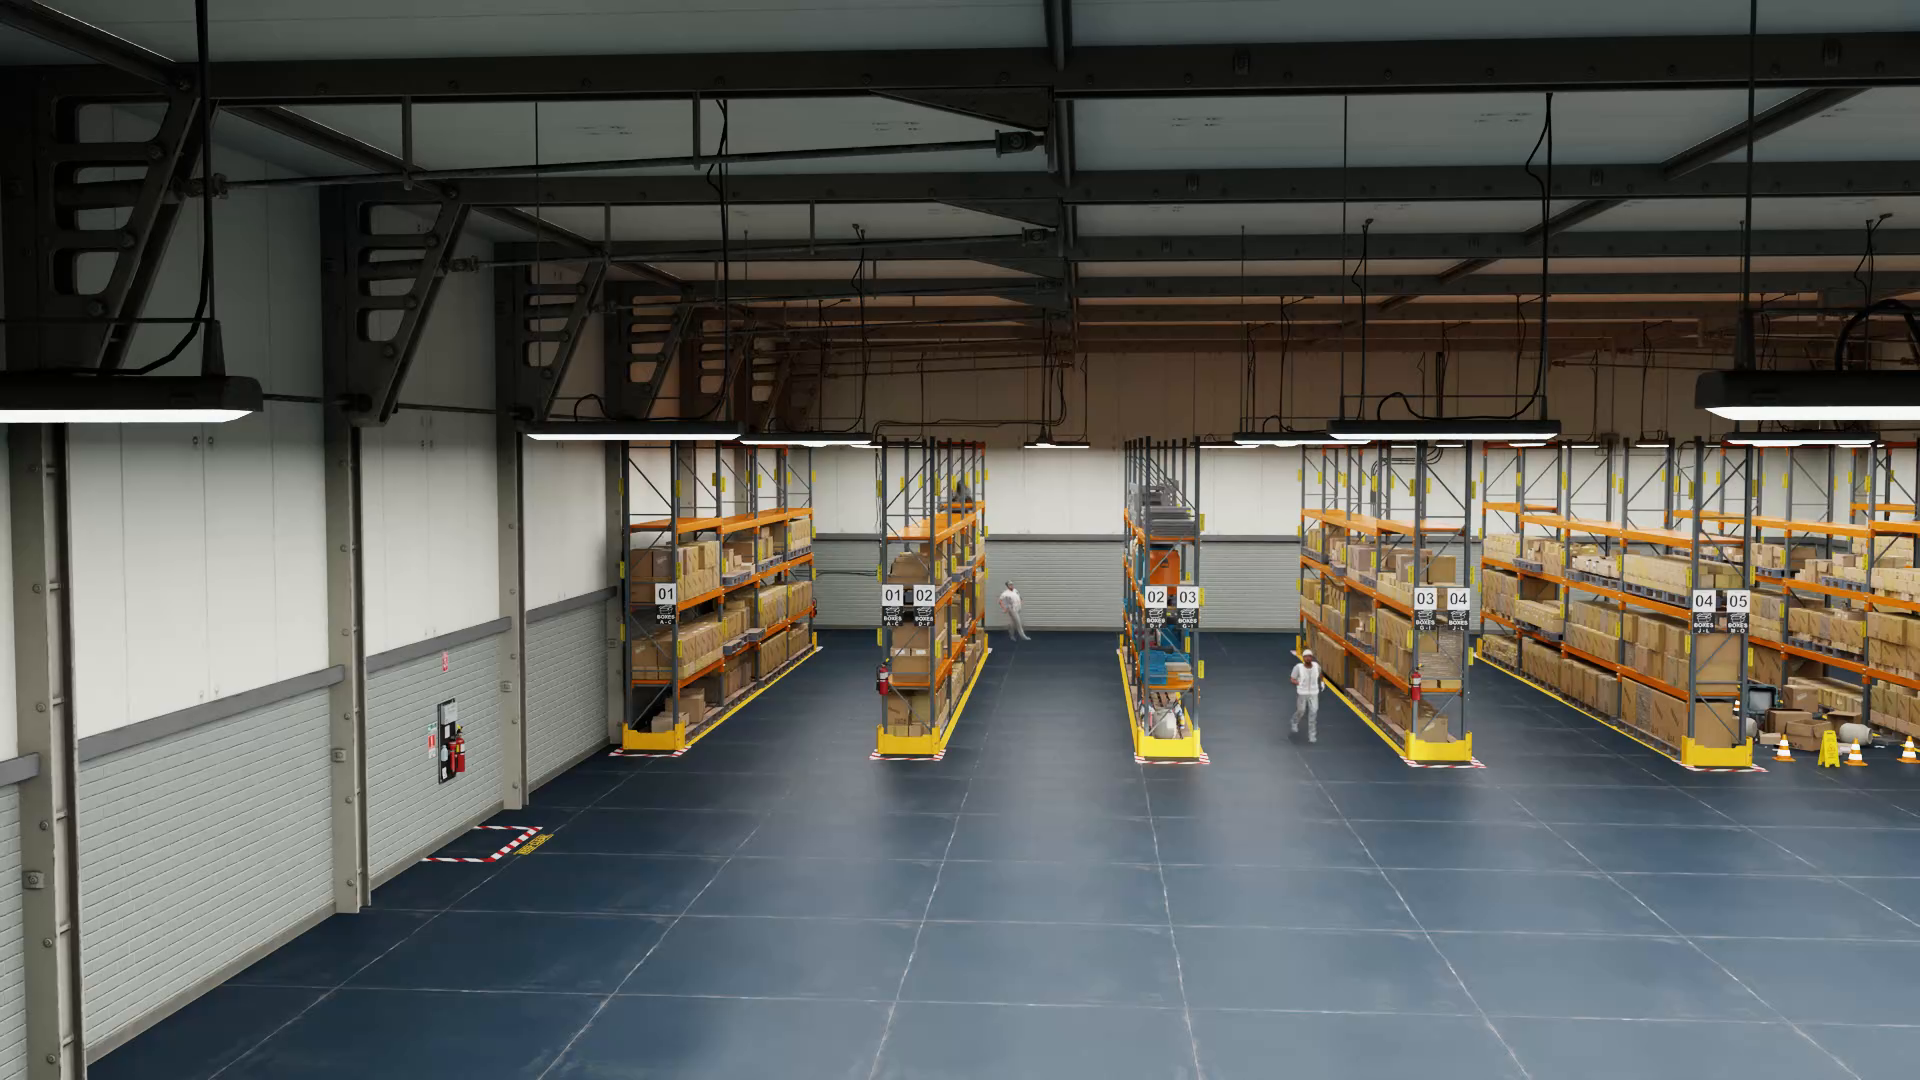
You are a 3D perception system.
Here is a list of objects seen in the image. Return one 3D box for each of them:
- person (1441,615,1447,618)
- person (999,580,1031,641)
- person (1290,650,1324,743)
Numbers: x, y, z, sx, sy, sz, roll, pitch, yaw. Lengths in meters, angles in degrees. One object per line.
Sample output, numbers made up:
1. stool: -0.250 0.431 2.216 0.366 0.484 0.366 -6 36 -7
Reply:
1. person: 13.152 2.447 45.522 0.714 1.675 0.889 1 3 20
2. person: 1.601 2.046 47.775 0.898 1.796 0.717 3 4 40
3. person: 6.887 3.062 33.006 0.693 1.790 0.995 0 3 -2
